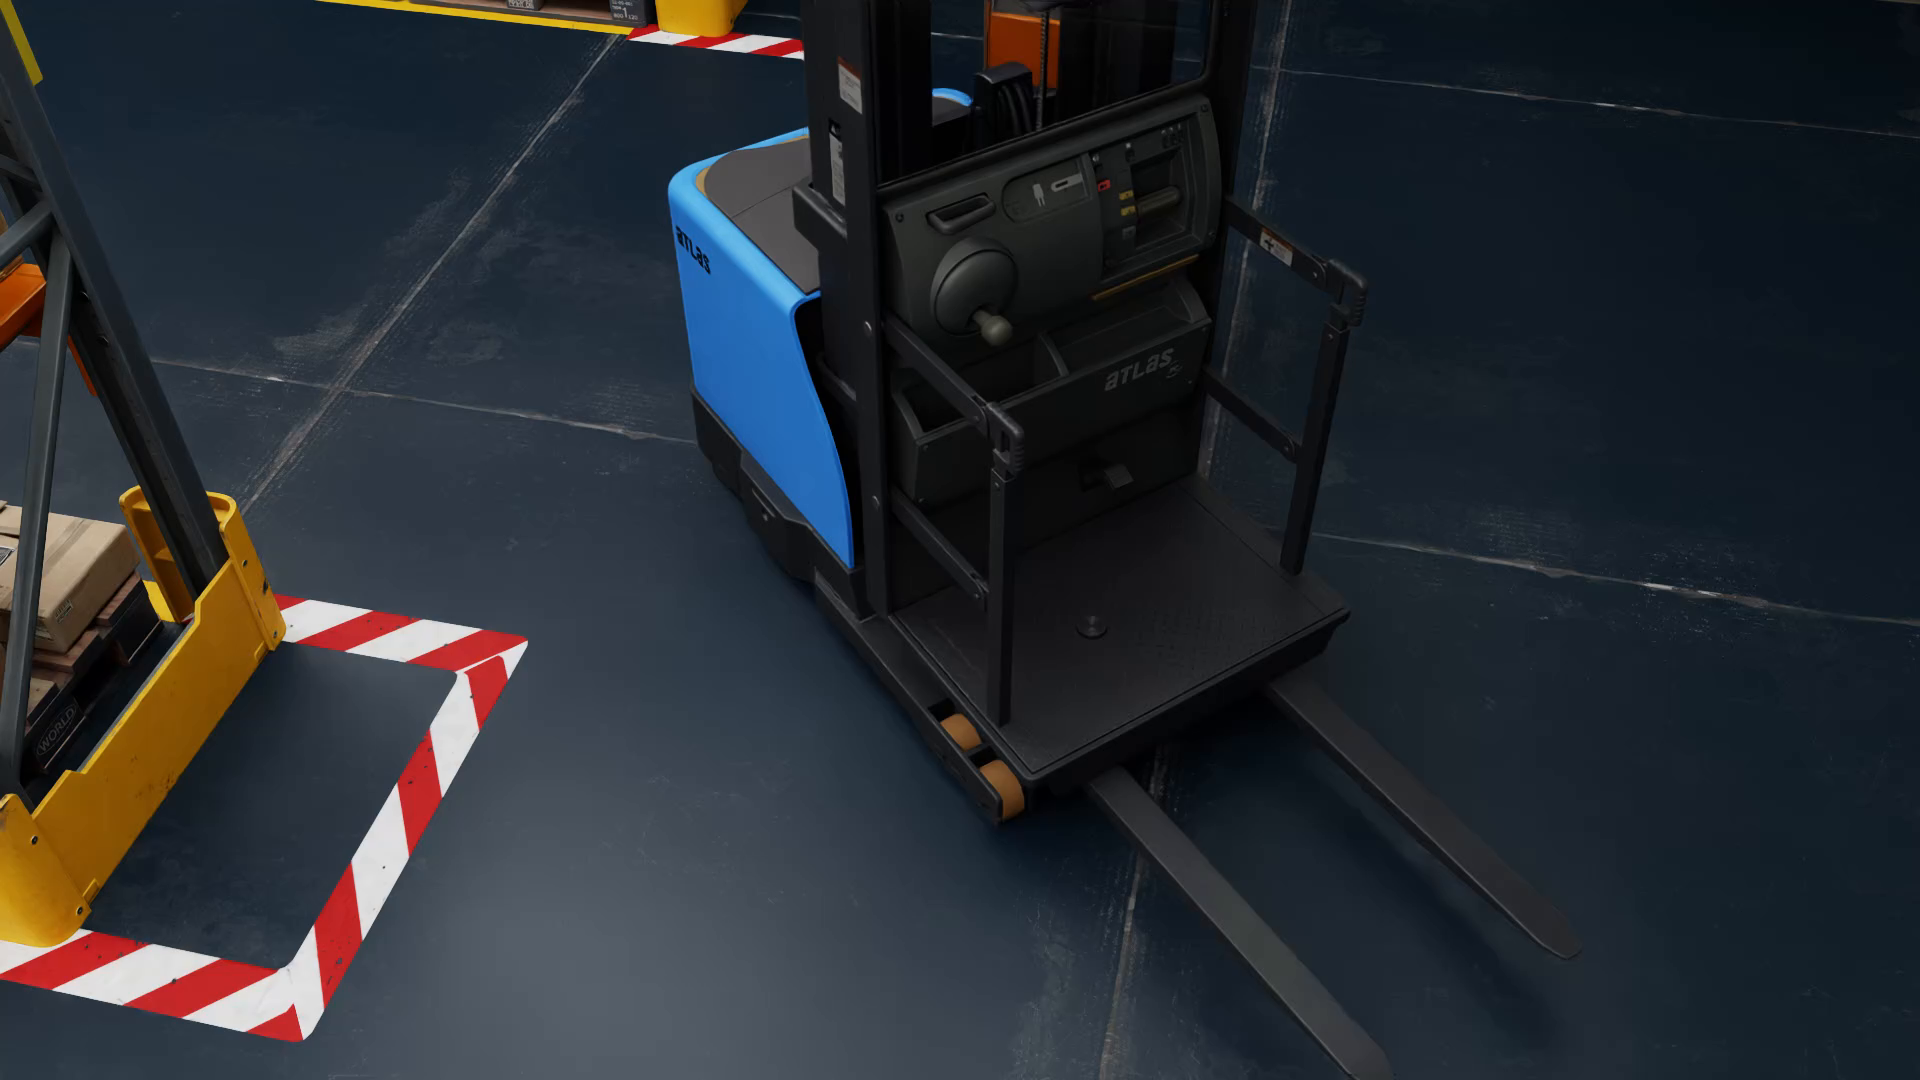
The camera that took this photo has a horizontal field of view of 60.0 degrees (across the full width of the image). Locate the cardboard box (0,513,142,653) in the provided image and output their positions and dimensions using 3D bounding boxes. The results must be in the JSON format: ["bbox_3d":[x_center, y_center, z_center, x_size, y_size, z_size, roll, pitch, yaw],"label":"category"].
[{"bbox_3d":[-2.554,0.116,4.705,0.250,0.149,0.380,9,45,9],"label":"cardboard box"}]

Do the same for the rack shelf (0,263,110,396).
[{"bbox_3d":[-4.172,-0.500,4.125,4.000,0.370,1.077,9,45,9],"label":"rack shelf"}]

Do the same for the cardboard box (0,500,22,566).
[{"bbox_3d":[-2.798,0.072,4.738,0.250,0.166,0.380,9,45,9],"label":"cardboard box"}]

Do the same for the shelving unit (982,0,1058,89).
[{"bbox_3d":[0.368,-1.558,5.355,0.503,2.100,0.431,12,45,12],"label":"shelving unit"}]

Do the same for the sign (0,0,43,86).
[{"bbox_3d":[-2.102,-1.135,3.642,0.005,0.325,0.100,9,45,9],"label":"sign"}]

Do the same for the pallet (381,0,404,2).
[{"bbox_3d":[-3.127,-3.059,8.276,1.213,0.211,1.003,9,45,9],"label":"pallet"}]

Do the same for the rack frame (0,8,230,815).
[{"bbox_3d":[-2.221,-0.456,3.561,0.127,3.000,1.000,9,45,9],"label":"rack frame"}]

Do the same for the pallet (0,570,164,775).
[{"bbox_3d":[-3.073,0.417,4.665,1.213,0.211,1.003,9,45,9],"label":"pallet"}]

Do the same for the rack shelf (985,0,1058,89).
[{"bbox_3d":[0.368,-1.548,5.364,0.480,0.518,0.431,12,45,12],"label":"rack shelf"}]

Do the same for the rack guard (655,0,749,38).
[{"bbox_3d":[-1.119,-2.905,7.907,0.348,0.500,1.175,9,45,9],"label":"rack guard"}]

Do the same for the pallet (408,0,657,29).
[{"bbox_3d":[-1.940,-2.873,8.082,1.213,0.211,1.003,9,45,9],"label":"pallet"}]

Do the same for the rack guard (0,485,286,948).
[{"bbox_3d":[-2.295,0.433,4.440,0.348,0.500,1.175,9,45,9],"label":"rack guard"}]

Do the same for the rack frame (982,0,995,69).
[{"bbox_3d":[0.135,-1.607,5.405,0.015,2.100,0.400,12,45,12],"label":"rack frame"}]

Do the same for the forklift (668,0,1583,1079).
[{"bbox_3d":[0.364,-0.681,3.844,1.130,2.935,3.031,-25,49,-23],"label":"forklift"}]

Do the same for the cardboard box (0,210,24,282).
[{"bbox_3d":[-2.596,-0.738,3.781,0.500,0.500,0.500,10,45,10],"label":"cardboard box"}]

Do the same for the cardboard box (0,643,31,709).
[{"bbox_3d":[-2.805,0.370,4.188,0.500,0.500,0.500,9,45,9],"label":"cardboard box"}]
